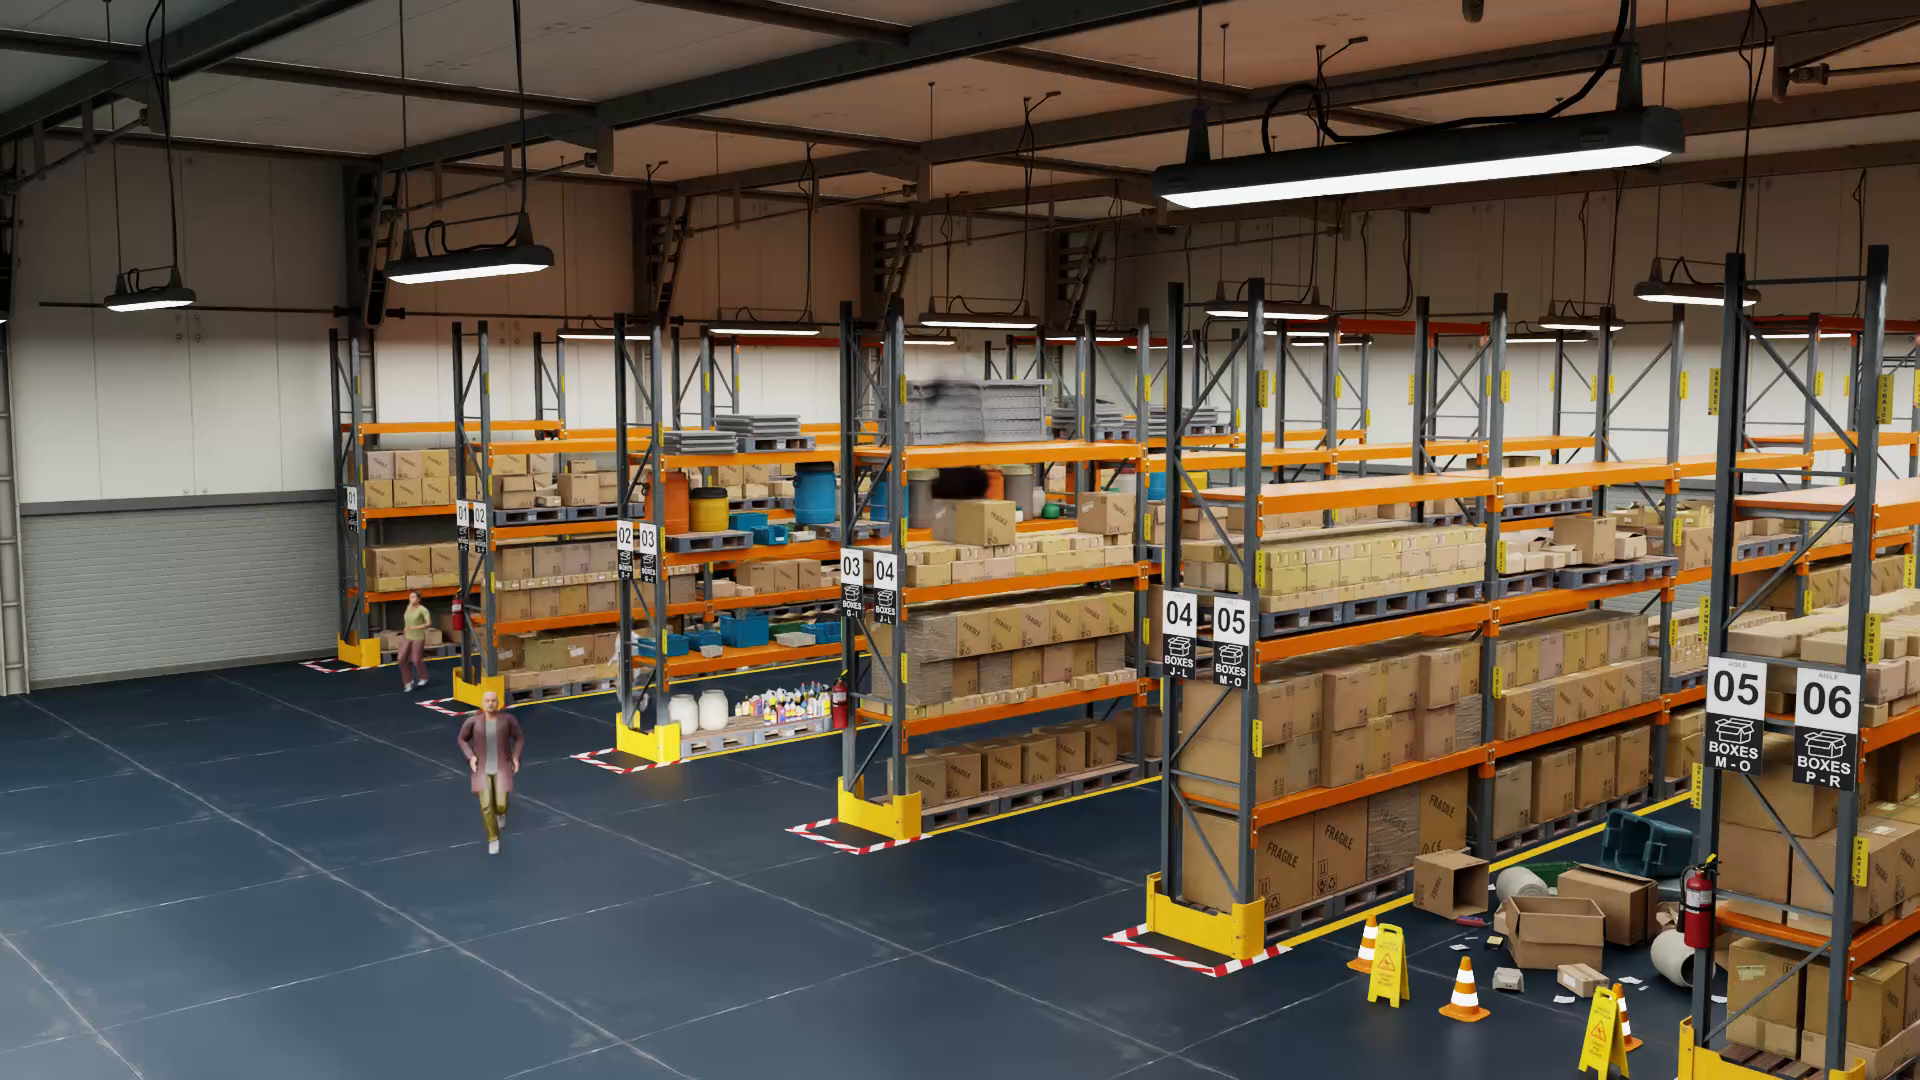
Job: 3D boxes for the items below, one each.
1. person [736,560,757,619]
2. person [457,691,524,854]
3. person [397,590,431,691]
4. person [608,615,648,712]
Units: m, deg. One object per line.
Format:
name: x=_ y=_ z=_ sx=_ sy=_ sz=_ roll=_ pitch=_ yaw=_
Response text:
person: x=-4.034 y=1.196 z=31.834 sx=0.562 sy=1.655 sz=0.574 roll=5 pitch=8 yaw=43
person: x=-5.140 y=2.512 z=18.238 sx=0.712 sy=1.743 sz=0.720 roll=-2 pitch=6 yaw=-15
person: x=-8.917 y=1.670 z=27.387 sx=0.614 sy=1.735 sz=0.638 roll=2 pitch=6 yaw=22
person: x=-4.939 y=1.912 z=24.760 sx=0.605 sy=1.644 sz=0.565 roll=4 pitch=7 yaw=37
